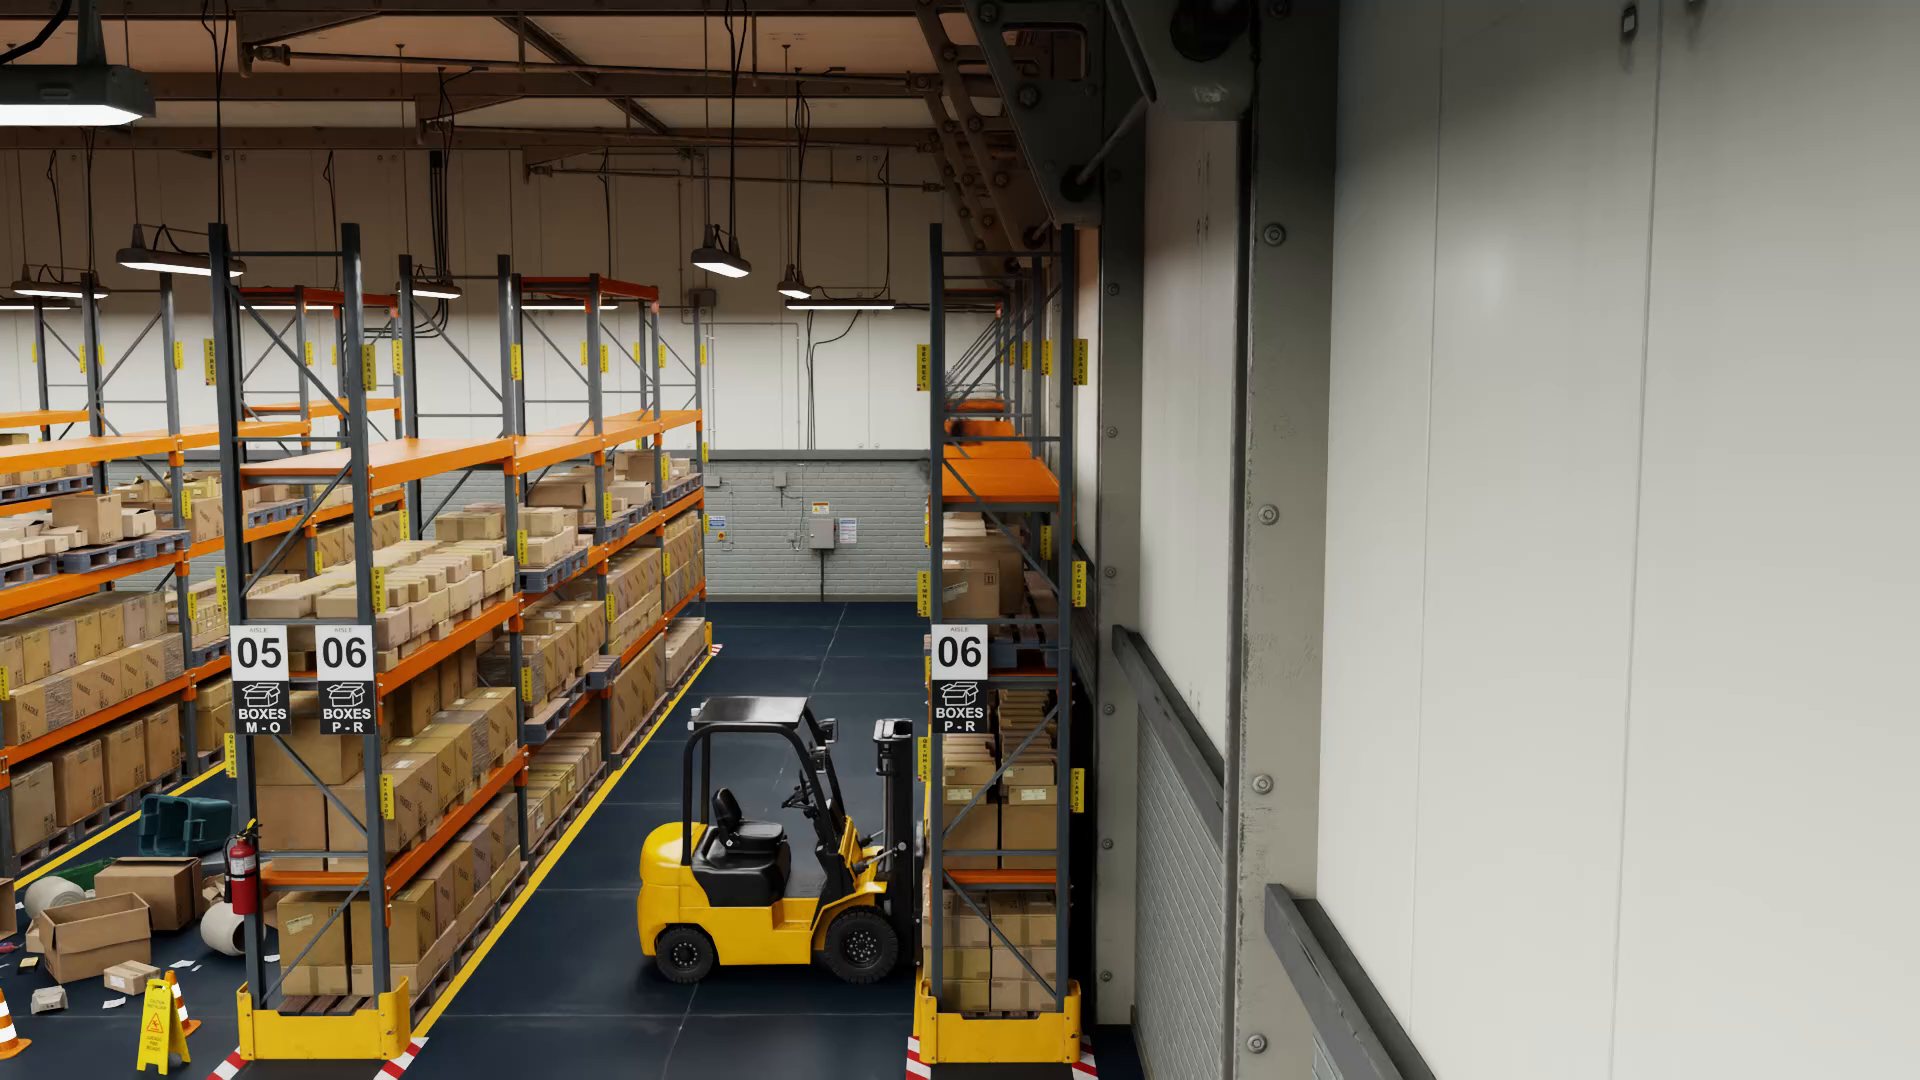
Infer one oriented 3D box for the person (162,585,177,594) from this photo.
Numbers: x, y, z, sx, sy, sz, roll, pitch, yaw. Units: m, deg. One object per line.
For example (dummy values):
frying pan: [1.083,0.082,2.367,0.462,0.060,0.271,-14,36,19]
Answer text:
person: [-11.559,1.495,24.360,0.595,1.695,0.619,0,7,3]
